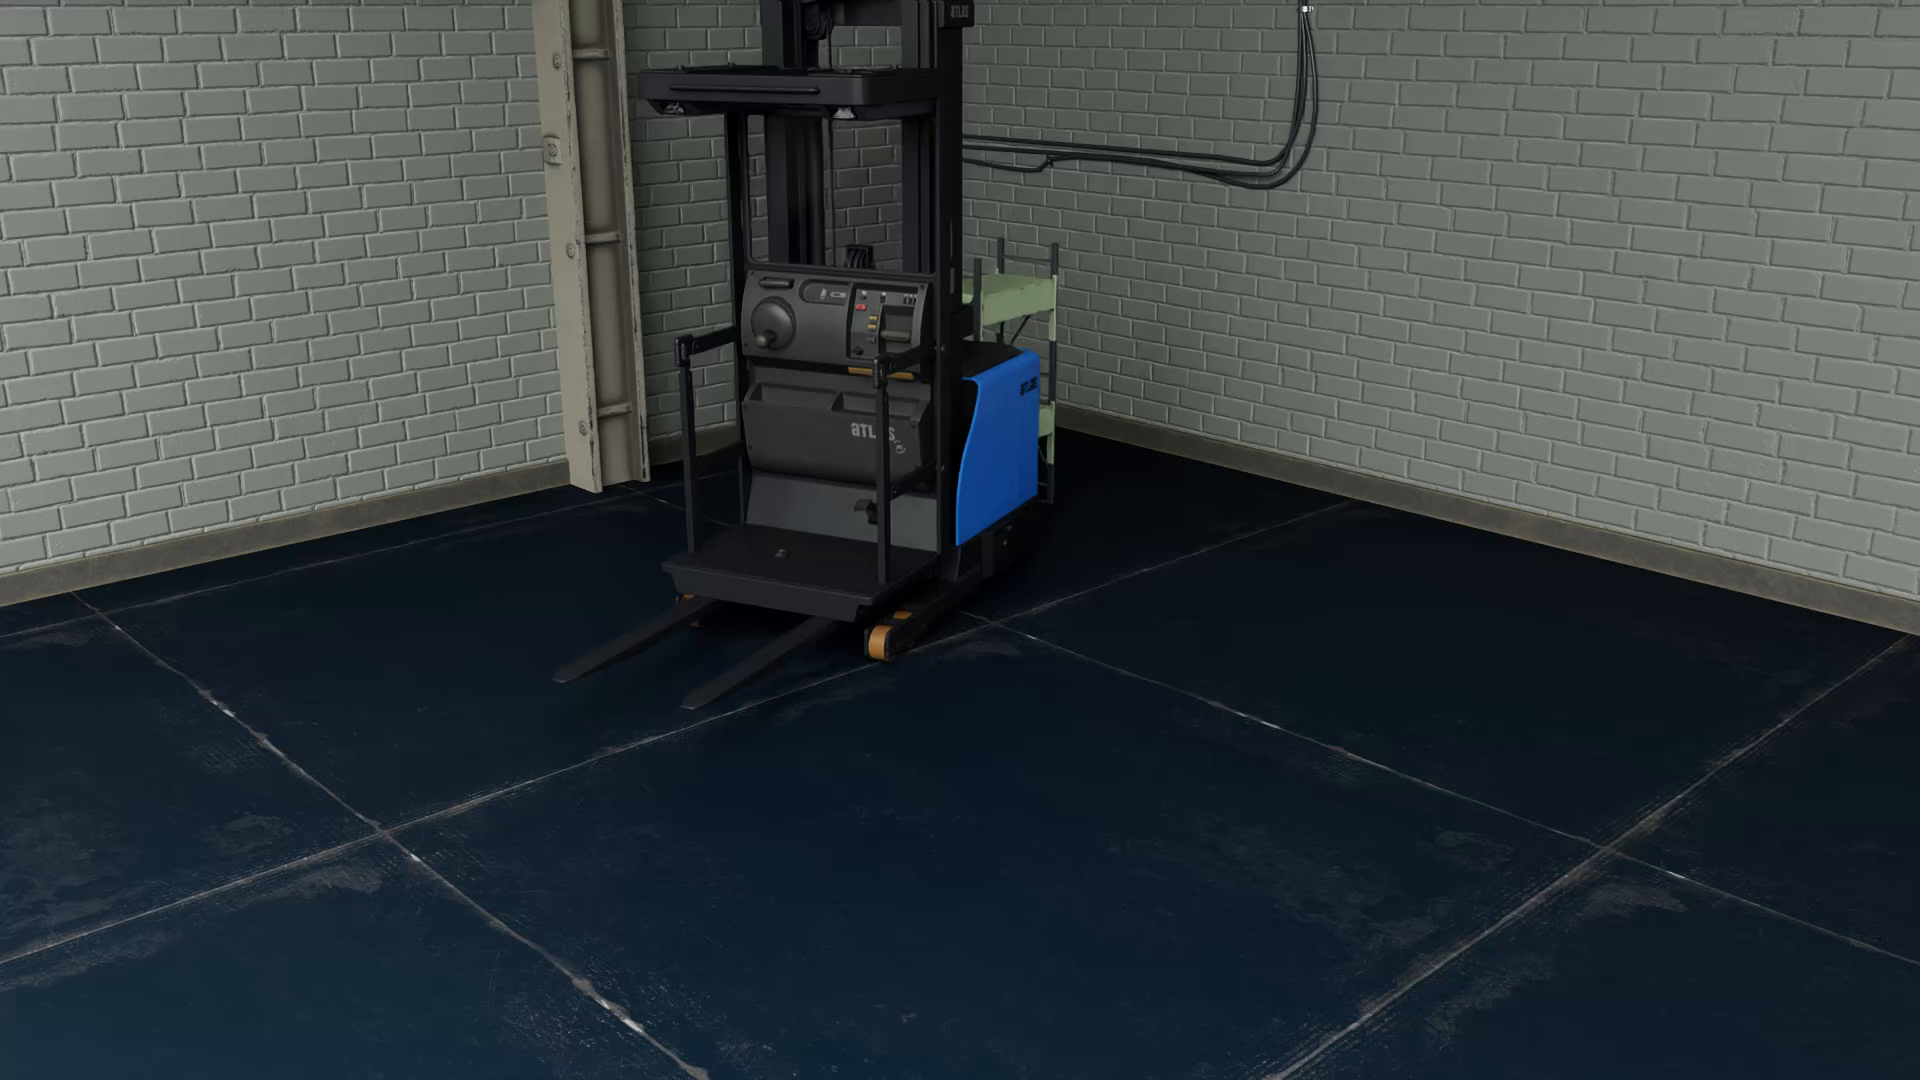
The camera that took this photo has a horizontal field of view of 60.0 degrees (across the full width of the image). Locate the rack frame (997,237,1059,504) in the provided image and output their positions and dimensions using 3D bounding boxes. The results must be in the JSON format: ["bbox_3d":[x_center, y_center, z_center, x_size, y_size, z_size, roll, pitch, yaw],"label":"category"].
[{"bbox_3d":[0.378,-0.963,9.523,0.400,1.500,0.023,13,22,34],"label":"rack frame"}]

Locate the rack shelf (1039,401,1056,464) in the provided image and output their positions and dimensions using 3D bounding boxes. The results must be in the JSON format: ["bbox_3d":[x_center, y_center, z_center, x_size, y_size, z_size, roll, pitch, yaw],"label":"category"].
[{"bbox_3d":[0.161,-0.562,9.344,0.431,0.370,0.720,13,22,34],"label":"rack shelf"}]

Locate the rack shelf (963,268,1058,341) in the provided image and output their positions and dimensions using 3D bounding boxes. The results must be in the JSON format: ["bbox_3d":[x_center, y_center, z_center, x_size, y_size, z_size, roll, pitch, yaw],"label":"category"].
[{"bbox_3d":[0.161,-1.243,9.123,0.431,0.370,0.720,13,22,34],"label":"rack shelf"}]

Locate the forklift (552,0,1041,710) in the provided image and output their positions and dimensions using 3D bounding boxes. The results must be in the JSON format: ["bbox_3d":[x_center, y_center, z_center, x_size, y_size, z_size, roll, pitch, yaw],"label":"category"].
[{"bbox_3d":[-0.663,-1.009,7.344,1.130,2.935,3.031,8,20,24],"label":"forklift"}]

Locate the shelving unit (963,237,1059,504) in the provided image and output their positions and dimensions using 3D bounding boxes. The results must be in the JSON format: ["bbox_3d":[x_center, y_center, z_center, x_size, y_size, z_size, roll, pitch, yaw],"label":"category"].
[{"bbox_3d":[0.161,-0.872,9.243,0.431,1.500,0.755,13,22,34],"label":"shelving unit"}]

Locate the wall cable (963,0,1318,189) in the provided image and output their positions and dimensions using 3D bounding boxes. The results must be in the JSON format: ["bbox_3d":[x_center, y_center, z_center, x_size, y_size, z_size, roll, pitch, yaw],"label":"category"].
[{"bbox_3d":[0.926,-3.486,10.180,0.112,2.526,3.097,-16,24,-41],"label":"wall cable"}]

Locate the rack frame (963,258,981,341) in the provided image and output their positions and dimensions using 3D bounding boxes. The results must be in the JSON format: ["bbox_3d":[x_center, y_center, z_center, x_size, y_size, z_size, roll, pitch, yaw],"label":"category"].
[{"bbox_3d":[-0.056,-0.781,8.963,0.400,1.500,0.023,13,22,34],"label":"rack frame"}]

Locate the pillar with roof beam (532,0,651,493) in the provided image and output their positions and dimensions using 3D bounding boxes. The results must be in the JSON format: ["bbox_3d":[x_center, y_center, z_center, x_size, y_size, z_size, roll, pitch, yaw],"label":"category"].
[{"bbox_3d":[0.835,-3.670,5.714,0.400,9.000,9.100,-16,24,-41],"label":"pillar with roof beam"}]
